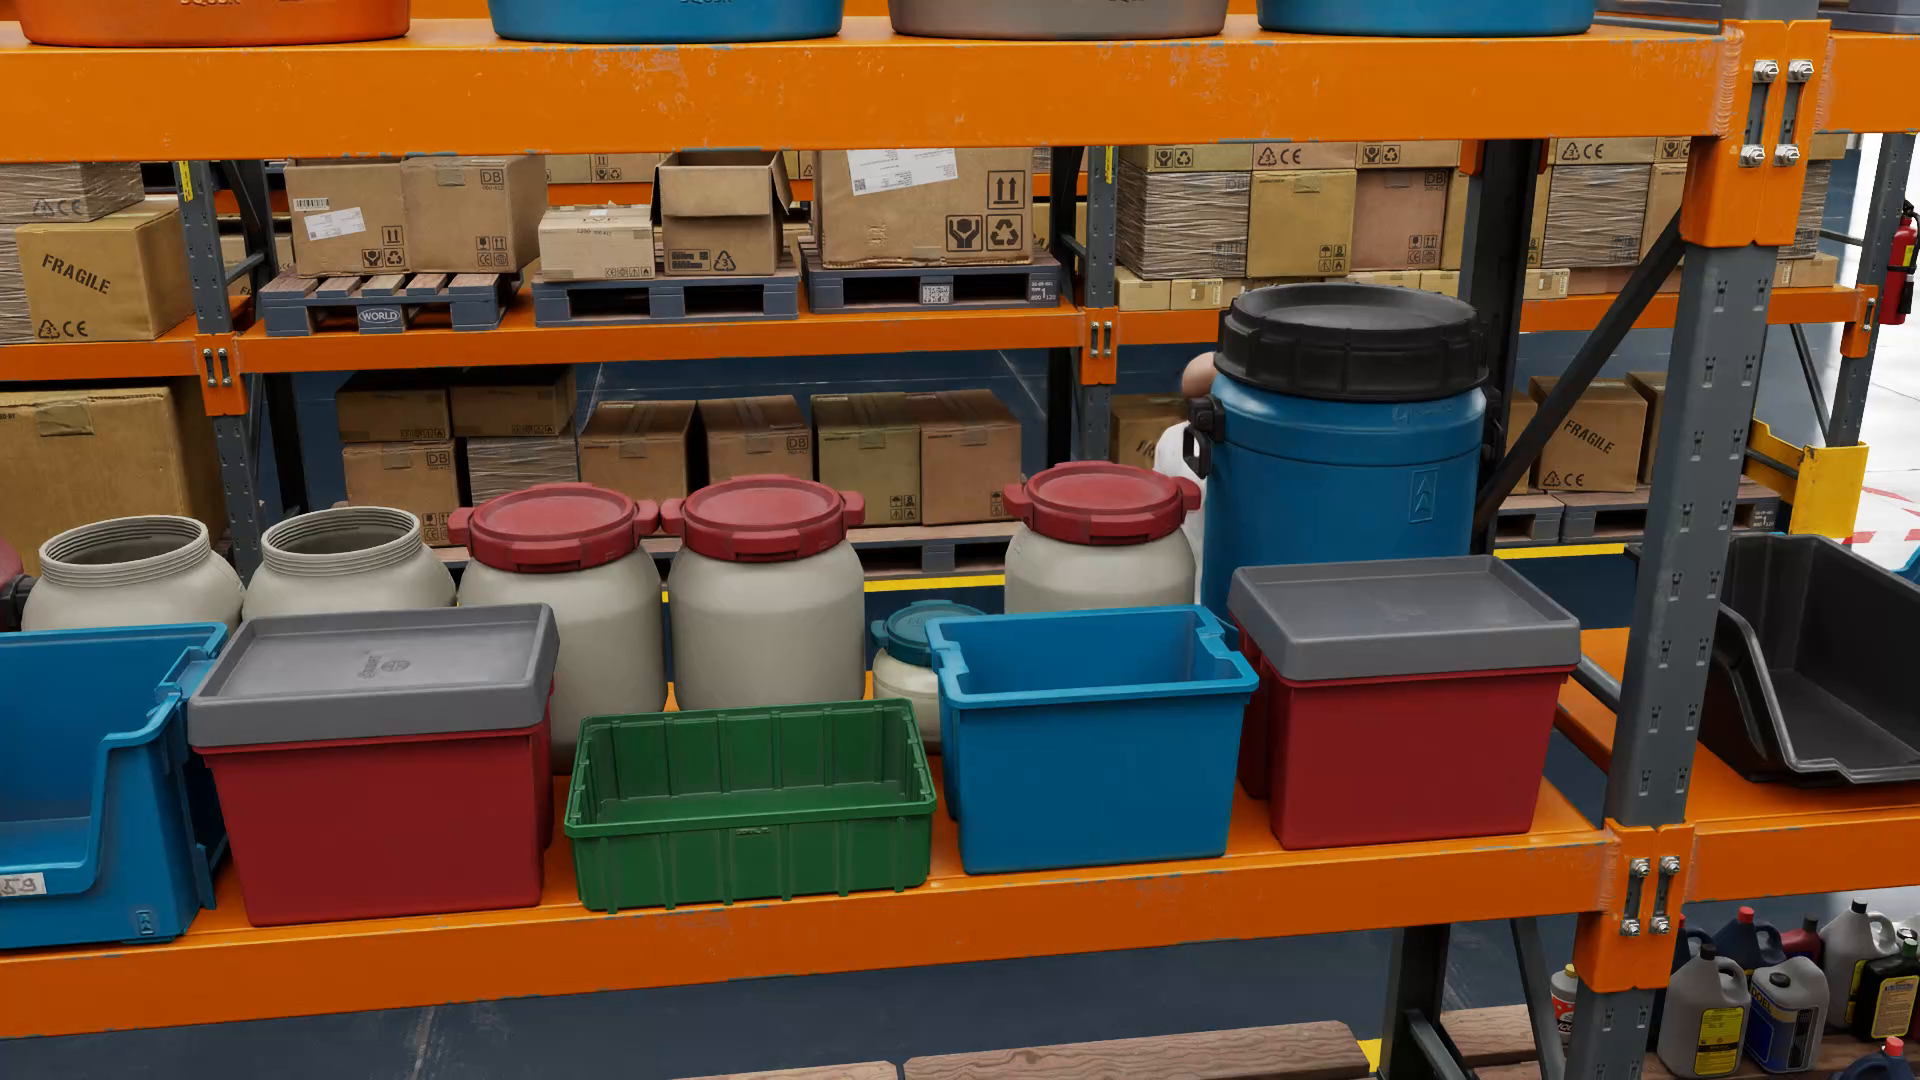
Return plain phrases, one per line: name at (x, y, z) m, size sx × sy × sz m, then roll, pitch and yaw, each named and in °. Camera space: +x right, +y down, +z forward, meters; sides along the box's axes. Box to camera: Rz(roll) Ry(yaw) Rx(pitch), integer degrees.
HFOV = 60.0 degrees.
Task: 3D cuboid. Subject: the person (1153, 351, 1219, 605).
person at (0.840, 0.233, 5.439) m, size 1.151 × 1.726 × 0.576 m, roll -2°, pitch 20°, yaw -4°
